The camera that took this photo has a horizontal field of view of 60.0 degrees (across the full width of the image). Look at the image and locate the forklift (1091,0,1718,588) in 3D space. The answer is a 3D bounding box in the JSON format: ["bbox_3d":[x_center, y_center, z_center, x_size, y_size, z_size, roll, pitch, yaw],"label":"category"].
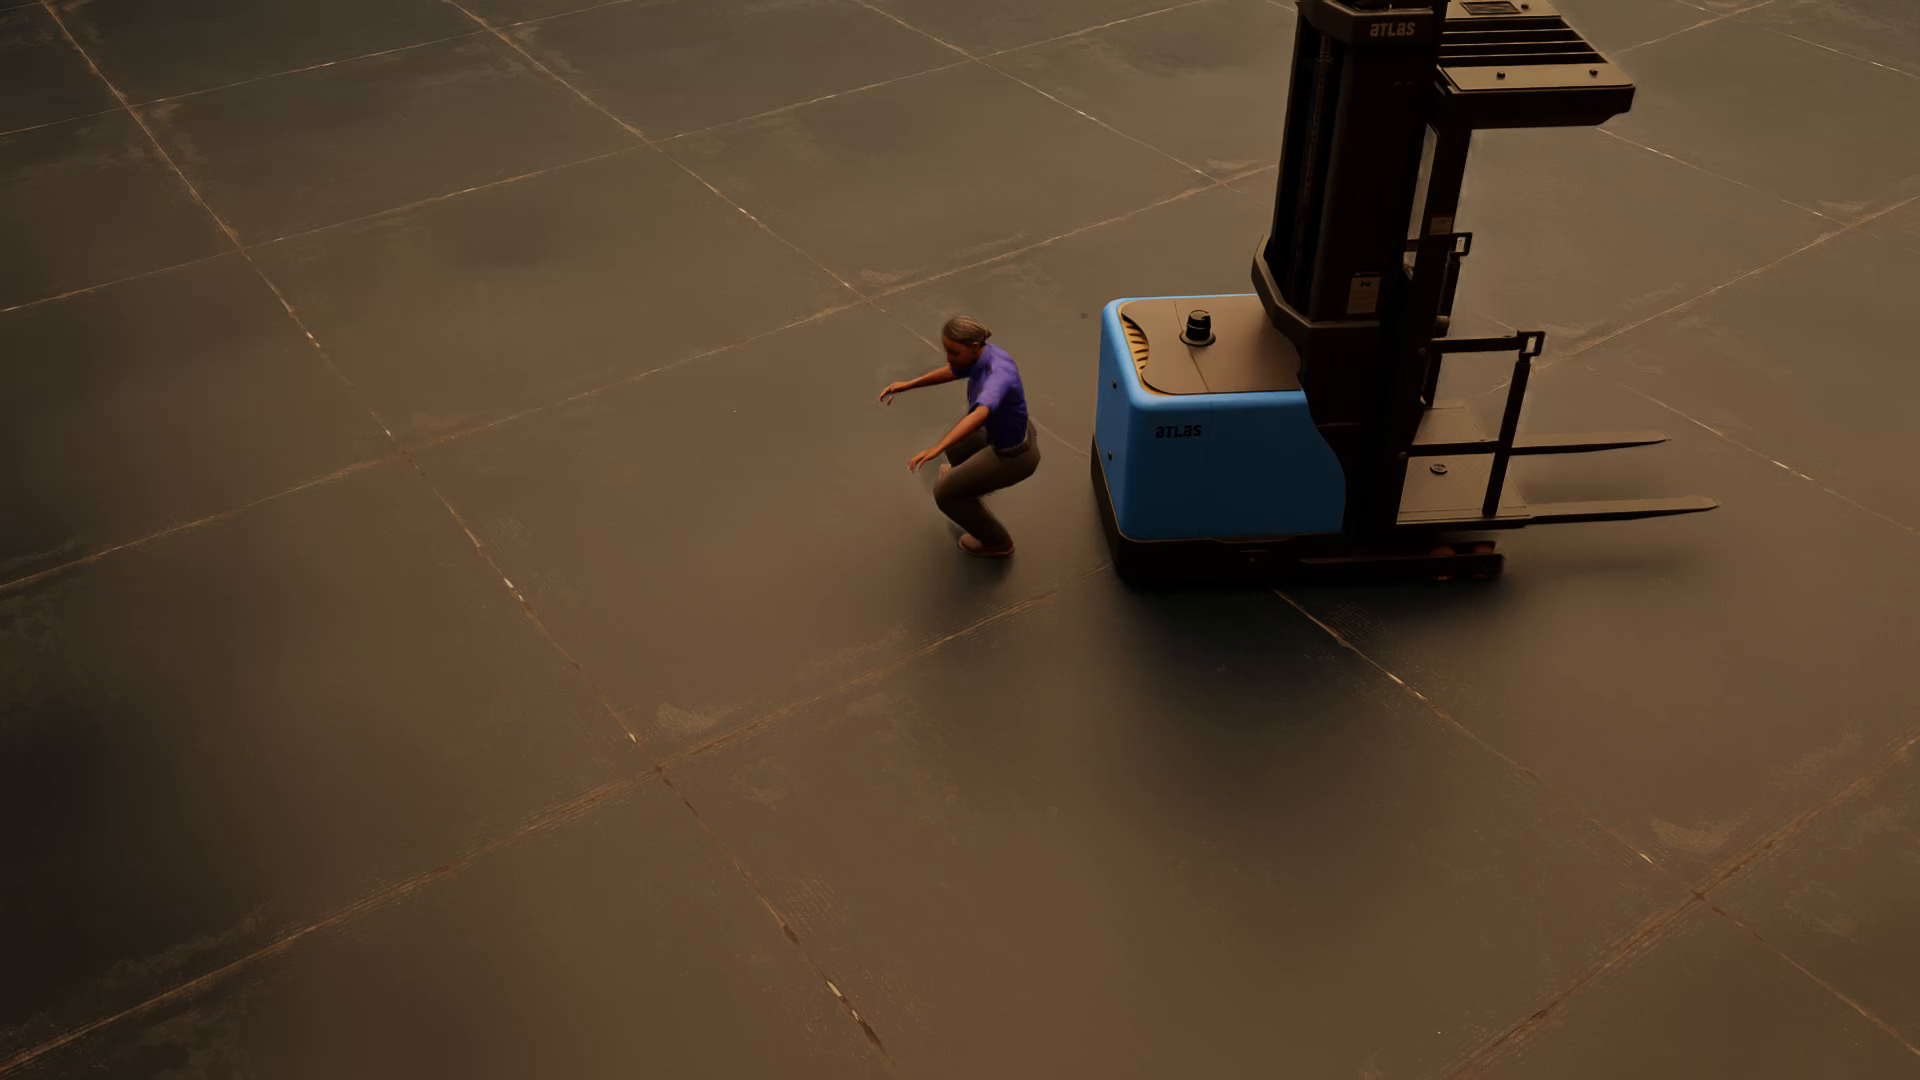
[{"bbox_3d":[2.232,-1.294,7.694,3.031,2.935,1.130,-3,37,-4],"label":"forklift"}]

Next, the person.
[{"bbox_3d":[0.004,-0.479,7.899,0.745,1.388,1.460,-4,37,-5],"label":"person"}]
